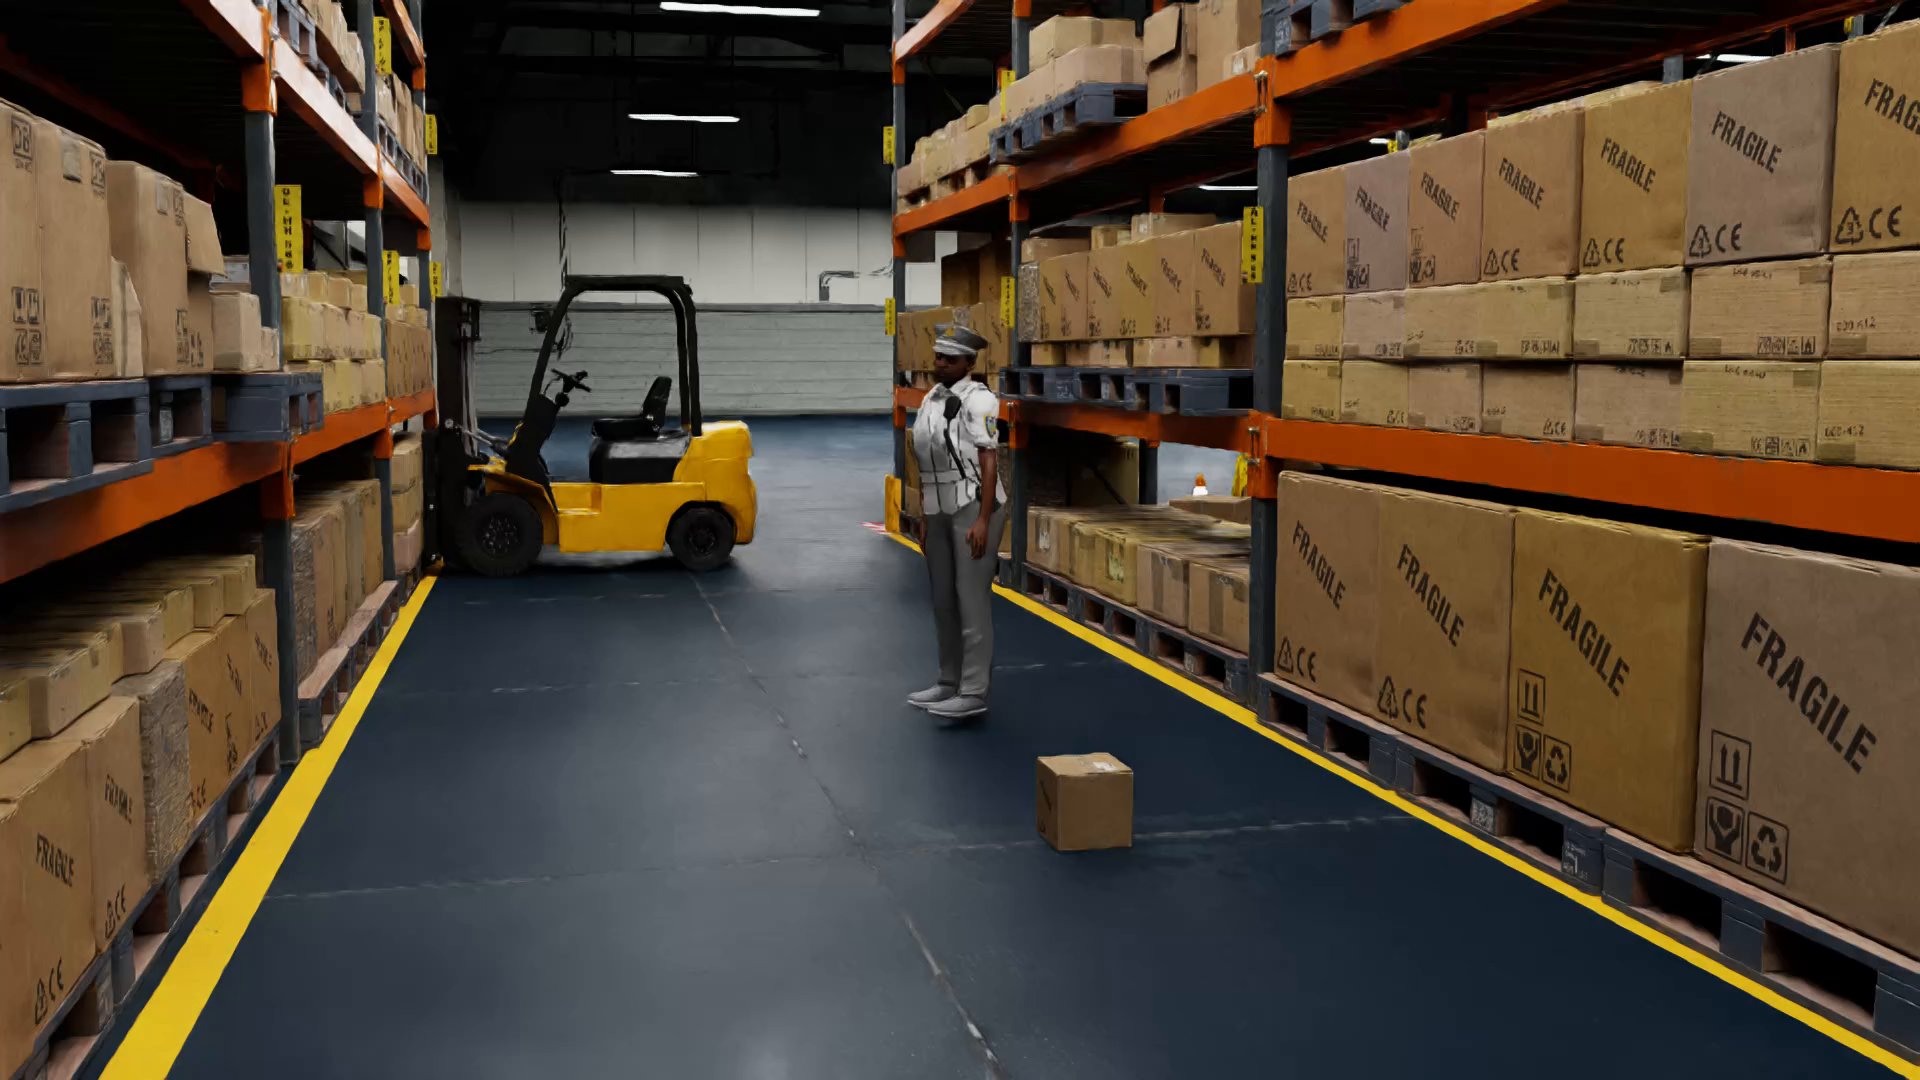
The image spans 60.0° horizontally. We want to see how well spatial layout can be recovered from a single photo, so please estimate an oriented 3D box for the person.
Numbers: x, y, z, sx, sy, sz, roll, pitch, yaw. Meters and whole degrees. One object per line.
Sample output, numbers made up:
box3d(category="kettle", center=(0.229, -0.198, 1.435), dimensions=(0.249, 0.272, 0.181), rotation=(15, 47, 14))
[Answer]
box3d(category="person", center=(-0.048, -0.082, 7.138), dimensions=(0.438, 1.684, 0.538), rotation=(-5, 8, -40))
